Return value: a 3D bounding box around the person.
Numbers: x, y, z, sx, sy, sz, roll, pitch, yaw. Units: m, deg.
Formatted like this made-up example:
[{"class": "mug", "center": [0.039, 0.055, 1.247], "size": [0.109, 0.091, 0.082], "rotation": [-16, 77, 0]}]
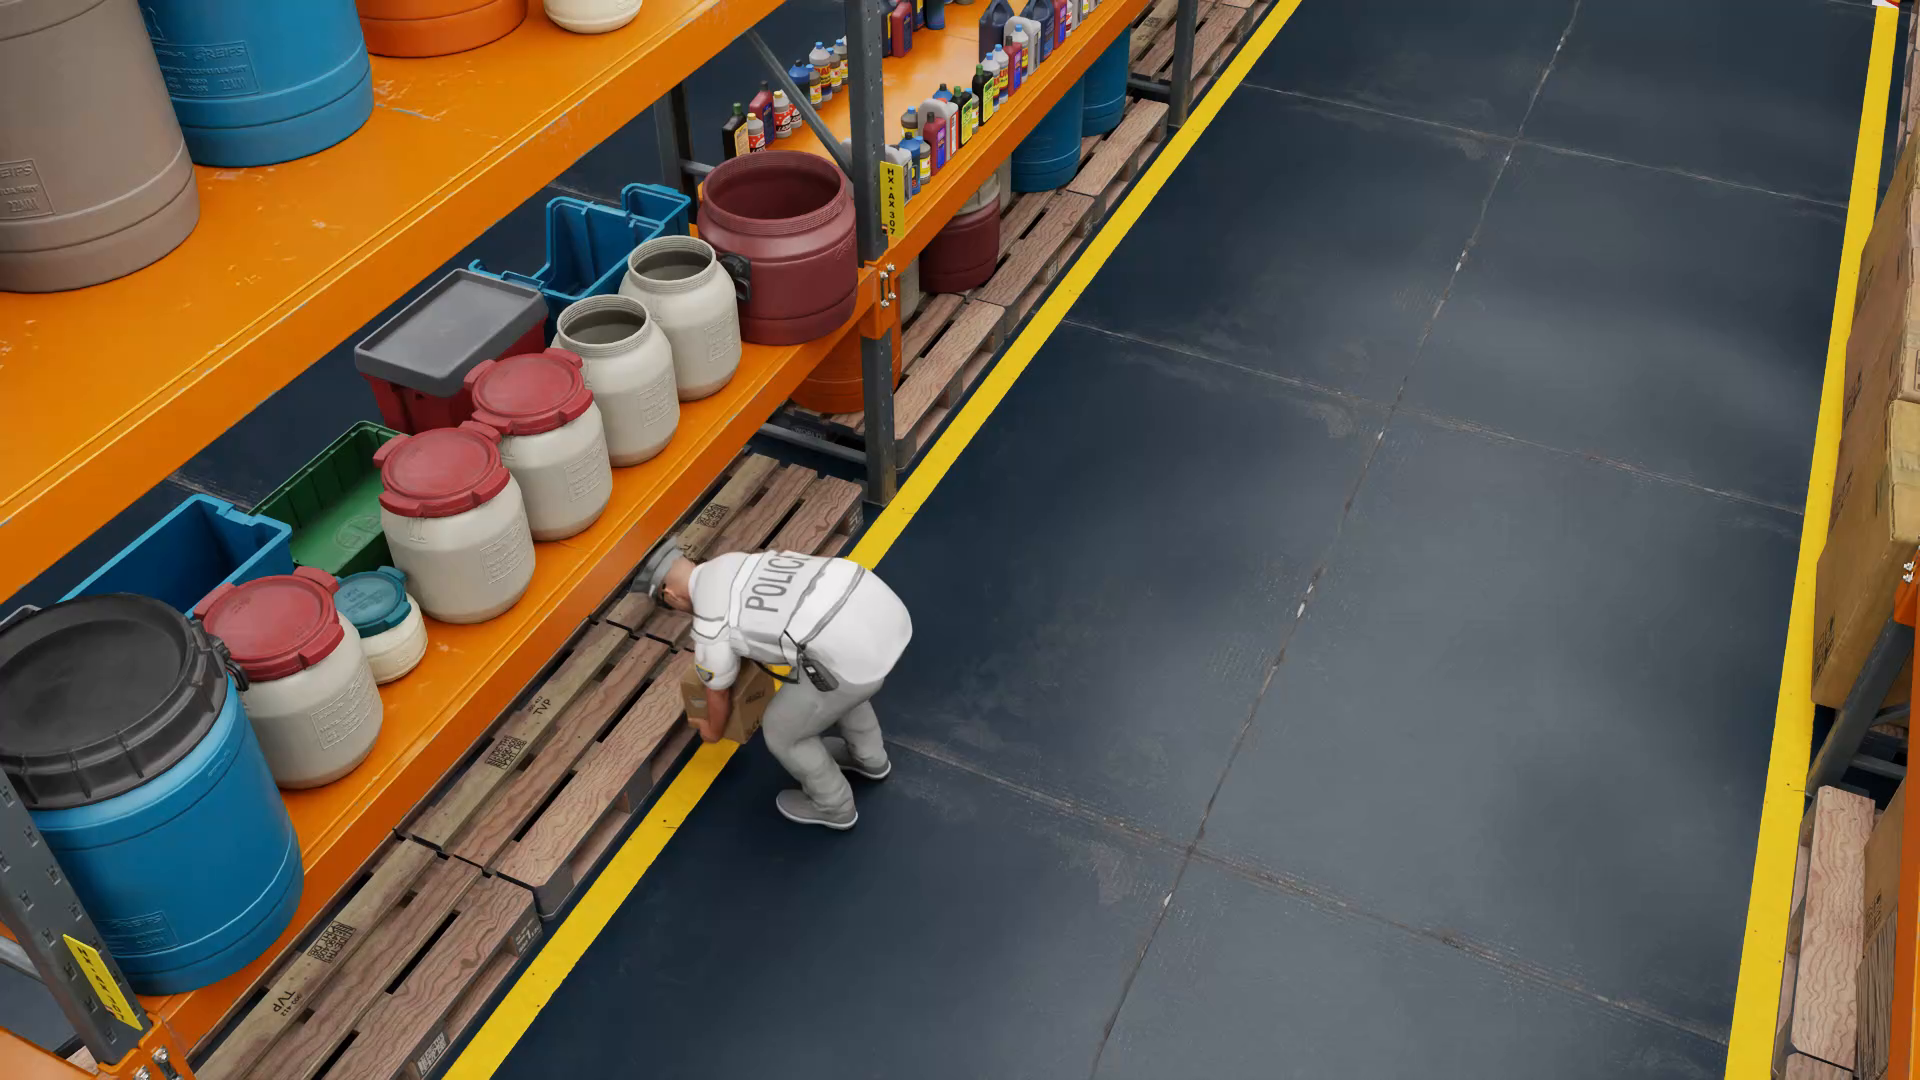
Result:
[{"class": "person", "center": [-0.683, 0.486, 6.107], "size": [1.045, 1.091, 0.496], "rotation": [16, 44, 17]}]
